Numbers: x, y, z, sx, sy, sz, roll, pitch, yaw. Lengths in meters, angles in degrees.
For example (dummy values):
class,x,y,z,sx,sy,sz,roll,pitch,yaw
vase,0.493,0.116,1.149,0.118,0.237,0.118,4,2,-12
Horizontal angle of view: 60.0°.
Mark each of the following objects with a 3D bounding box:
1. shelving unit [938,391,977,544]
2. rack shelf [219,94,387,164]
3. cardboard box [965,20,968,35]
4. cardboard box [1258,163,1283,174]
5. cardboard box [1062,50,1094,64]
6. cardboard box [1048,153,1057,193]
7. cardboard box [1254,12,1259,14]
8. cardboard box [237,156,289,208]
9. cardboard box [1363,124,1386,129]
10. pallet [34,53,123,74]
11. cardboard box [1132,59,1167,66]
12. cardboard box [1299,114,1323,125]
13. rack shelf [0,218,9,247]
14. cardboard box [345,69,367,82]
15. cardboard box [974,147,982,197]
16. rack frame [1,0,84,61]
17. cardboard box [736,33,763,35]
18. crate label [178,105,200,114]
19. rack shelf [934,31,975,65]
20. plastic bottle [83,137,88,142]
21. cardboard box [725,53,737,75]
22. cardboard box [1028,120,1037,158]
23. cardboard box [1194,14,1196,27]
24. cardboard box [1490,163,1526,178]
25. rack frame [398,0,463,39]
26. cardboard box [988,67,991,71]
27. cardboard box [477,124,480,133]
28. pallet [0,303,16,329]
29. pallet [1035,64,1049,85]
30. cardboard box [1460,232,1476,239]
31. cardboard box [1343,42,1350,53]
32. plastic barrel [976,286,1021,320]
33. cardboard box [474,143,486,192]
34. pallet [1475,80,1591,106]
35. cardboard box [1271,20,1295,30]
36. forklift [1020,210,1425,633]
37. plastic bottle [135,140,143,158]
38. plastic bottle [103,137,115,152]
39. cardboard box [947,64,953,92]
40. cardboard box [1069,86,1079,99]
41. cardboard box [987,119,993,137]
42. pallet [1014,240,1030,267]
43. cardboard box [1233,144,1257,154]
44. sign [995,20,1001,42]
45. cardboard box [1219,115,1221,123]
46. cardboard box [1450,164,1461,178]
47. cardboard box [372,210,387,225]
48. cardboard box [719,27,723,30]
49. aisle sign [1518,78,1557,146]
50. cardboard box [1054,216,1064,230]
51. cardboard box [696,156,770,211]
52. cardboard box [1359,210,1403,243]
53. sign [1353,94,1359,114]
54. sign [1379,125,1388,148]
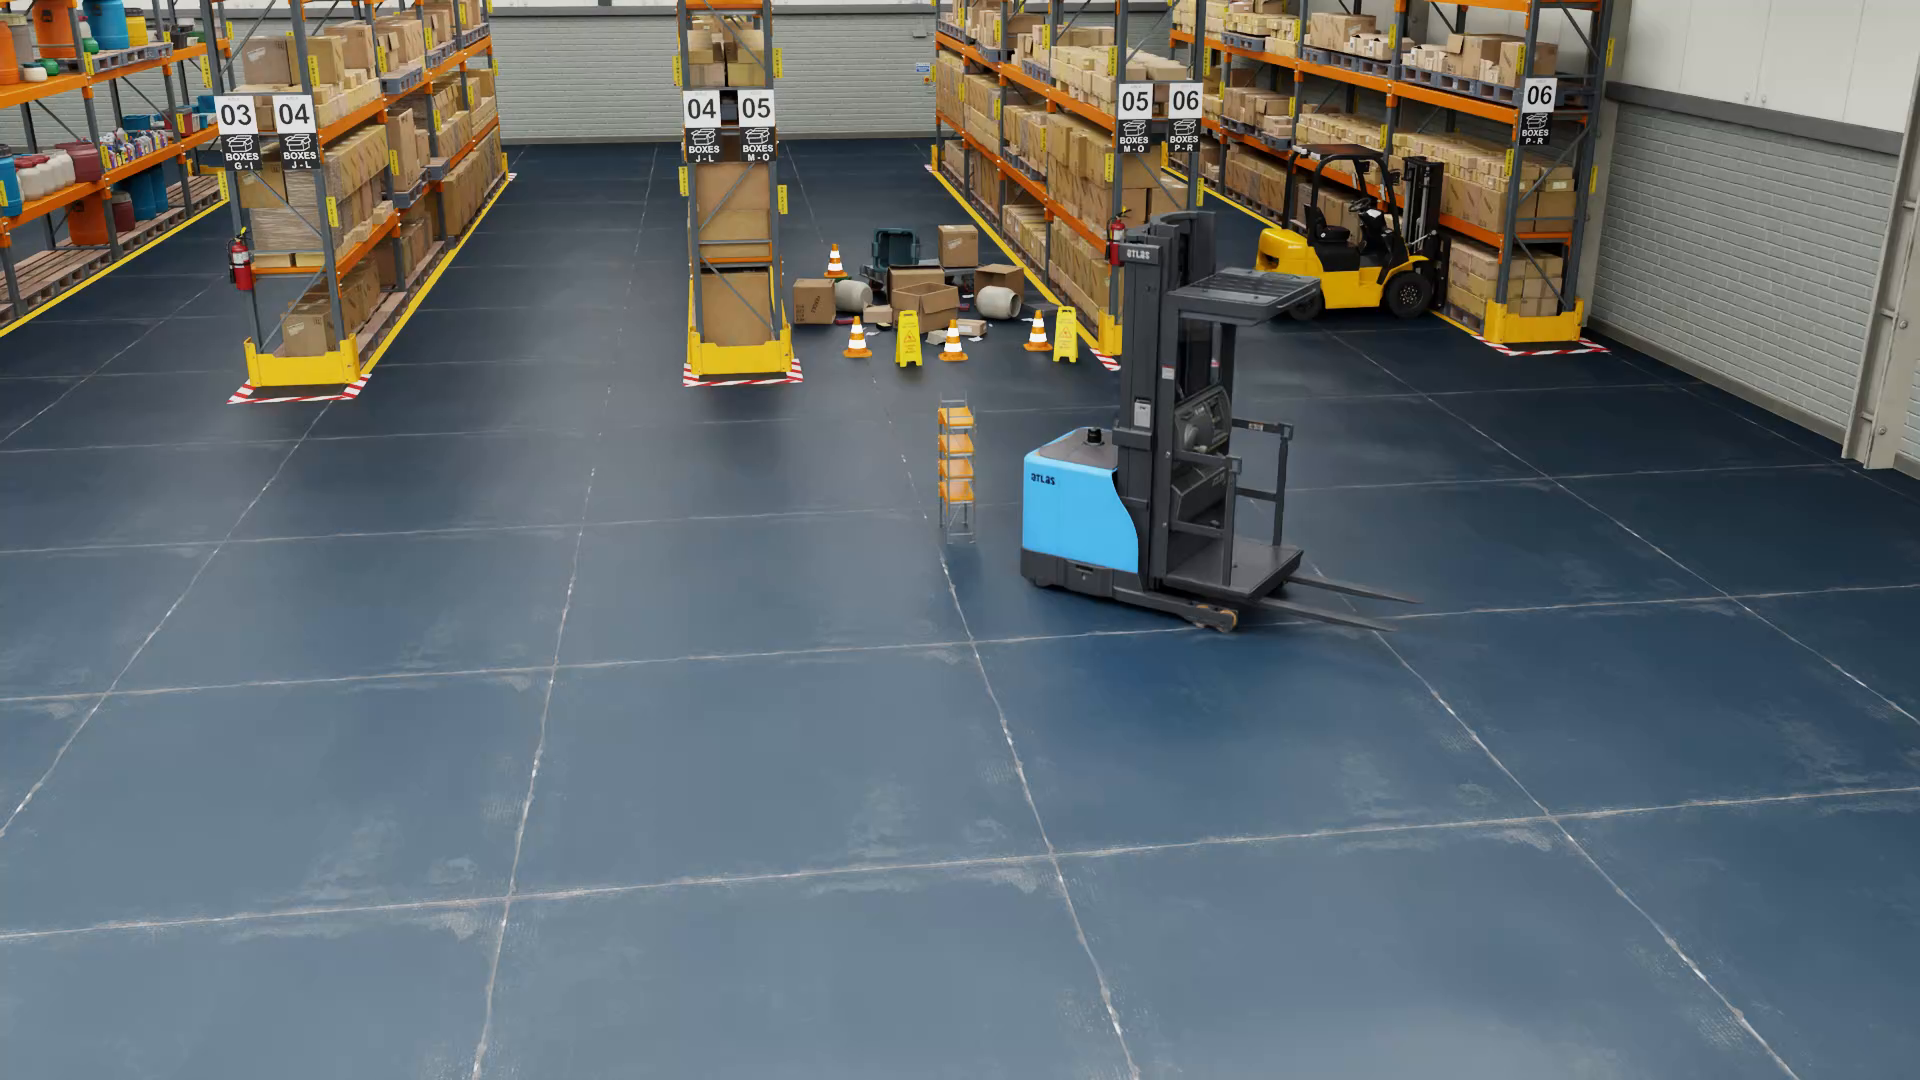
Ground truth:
class,x,y,z,sx,sy,sz,roll,pitch,yaw
shelving unit,-0.024,-0.619,14.160,0.258,1.200,0.503,-3,21,-8
rack shelf,-7.788,-4.966,19.966,1.077,0.370,4.000,-3,21,-8
cardboard box,0.303,-9.208,29.887,0.396,0.266,0.258,-3,21,-8
cardboard box,5.580,-6.675,29.846,0.380,0.149,0.250,-4,21,-10
cardboard box,1.560,-6.353,21.870,0.380,0.149,0.250,-3,21,-8
cardboard box,1.518,-5.110,23.042,0.500,0.500,0.500,-3,21,-8
cardboard box,5.647,-9.684,30.761,0.380,0.149,0.250,-3,21,-9
cardboard box,-7.824,-4.038,18.743,0.500,0.500,0.500,-3,21,-8
cardboard box,6.552,-6.444,26.113,0.380,0.149,0.250,-2,21,-6
pallet,-13.568,-7.312,25.488,1.003,0.211,1.213,-3,21,-8
cardboard box,2.337,-5.847,20.516,0.380,0.149,0.250,-3,21,-8
cardboard box,5.819,-6.952,27.472,0.380,0.149,0.250,-2,21,-6
rack shelf,-12.689,-3.311,19.822,1.077,0.370,4.000,-3,21,-8
cardboard box,-7.674,-5.834,20.907,0.380,0.149,0.250,-4,21,-10
cardboard box,0.745,-6.851,30.707,0.875,0.875,0.875,-2,21,-6
rack frame,-13.554,-8.536,24.208,1.000,3.000,0.127,-3,21,-8
cardboard box,-2.678,-6.338,21.089,0.380,0.149,0.250,-3,21,-7
crate label,-14.998,-8.343,32.419,0.416,0.233,0.303,-3,21,-8
rack shelf,0.289,-9.620,32.428,1.077,0.370,4.000,-3,21,-8
plastic bottle,-14.227,-6.384,27.092,0.144,0.351,0.185,-3,21,-8
cardboard box,-2.540,-5.669,19.865,0.500,0.250,0.500,-3,21,-8
cardboard box,1.295,-5.972,24.750,0.500,0.500,0.500,-2,21,-6
cardboard box,4.958,-10.272,32.935,0.500,0.250,0.500,-3,21,-9
cardboard box,6.892,-4.644,20.868,0.380,0.149,0.250,-3,21,-8
rack frame,-9.230,-10.170,28.585,1.000,3.000,0.127,-3,21,-8
cardboard box,0.735,-8.889,31.230,0.380,0.149,0.250,-3,21,-7
cardboard box,-9.020,-7.544,30.485,0.380,0.149,0.250,-2,21,-6
pallet,-12.922,-2.799,21.410,1.003,0.211,1.213,-3,21,-8
pallet,1.747,-6.626,23.652,1.213,0.211,1.003,-3,21,-8
cardboard box,7.132,-4.034,22.630,0.500,0.250,0.500,-3,21,-9
cardboard box,6.071,-7.505,25.352,0.380,0.149,0.250,-3,21,-8
plastic barrel,0.511,-3.137,22.010,0.512,0.421,0.421,12,24,30
cardboard box,-9.246,-6.794,30.556,0.875,0.875,0.875,-3,21,-8
pallet,7.142,-5.567,20.672,1.003,0.211,1.213,-3,21,-8
cardboard box,5.574,-8.854,28.566,0.380,0.149,0.250,-3,21,-9
forklift,2.003,-0.897,12.427,3.031,2.935,1.130,12,24,30
plastic bottle,-13.497,-6.430,27.310,0.061,0.283,0.133,-3,21,-8
plastic bottle,-14.157,-6.560,27.669,0.152,0.276,0.135,-3,21,-8
cardboard box,0.024,-9.050,32.589,0.500,0.500,0.500,-3,21,-8
cardboard box,1.631,-5.806,21.547,0.380,0.149,0.250,-3,21,-9
cardboard box,0.755,-6.971,28.093,0.500,0.250,0.500,-3,21,-9
pallet,1.437,-4.476,25.900,1.003,0.211,1.213,-3,21,-8
cardboard box,5.362,-7.355,31.242,0.380,0.149,0.250,-4,21,-10
sign,0.603,-8.134,26.568,0.100,0.325,0.005,-3,21,-8
cardboard box,5.192,-8.091,31.952,0.380,0.149,0.250,-3,21,-7
cardboard box,6.682,-4.856,21.861,0.380,0.149,0.250,-3,21,-7
cardboard box,-7.605,-4.155,21.413,0.380,0.149,0.250,-3,21,-8
cardboard box,-3.706,-8.199,27.451,0.500,0.500,0.500,-3,21,-8
aisle sign,6.937,-5.137,19.967,0.394,0.787,0.004,-3,21,-8
cardboard box,1.507,-4.390,23.012,0.380,0.149,0.250,-3,21,-7
cardboard box,-2.592,-4.127,19.221,0.875,0.550,0.550,-3,21,-8
cardboard box,6.555,-4.606,25.055,0.875,0.625,0.625,-2,21,-5
sign,6.614,-7.298,27.814,0.100,0.325,0.005,-3,21,-8
sign,6.106,-5.816,23.960,0.100,0.325,0.005,-3,21,-8
